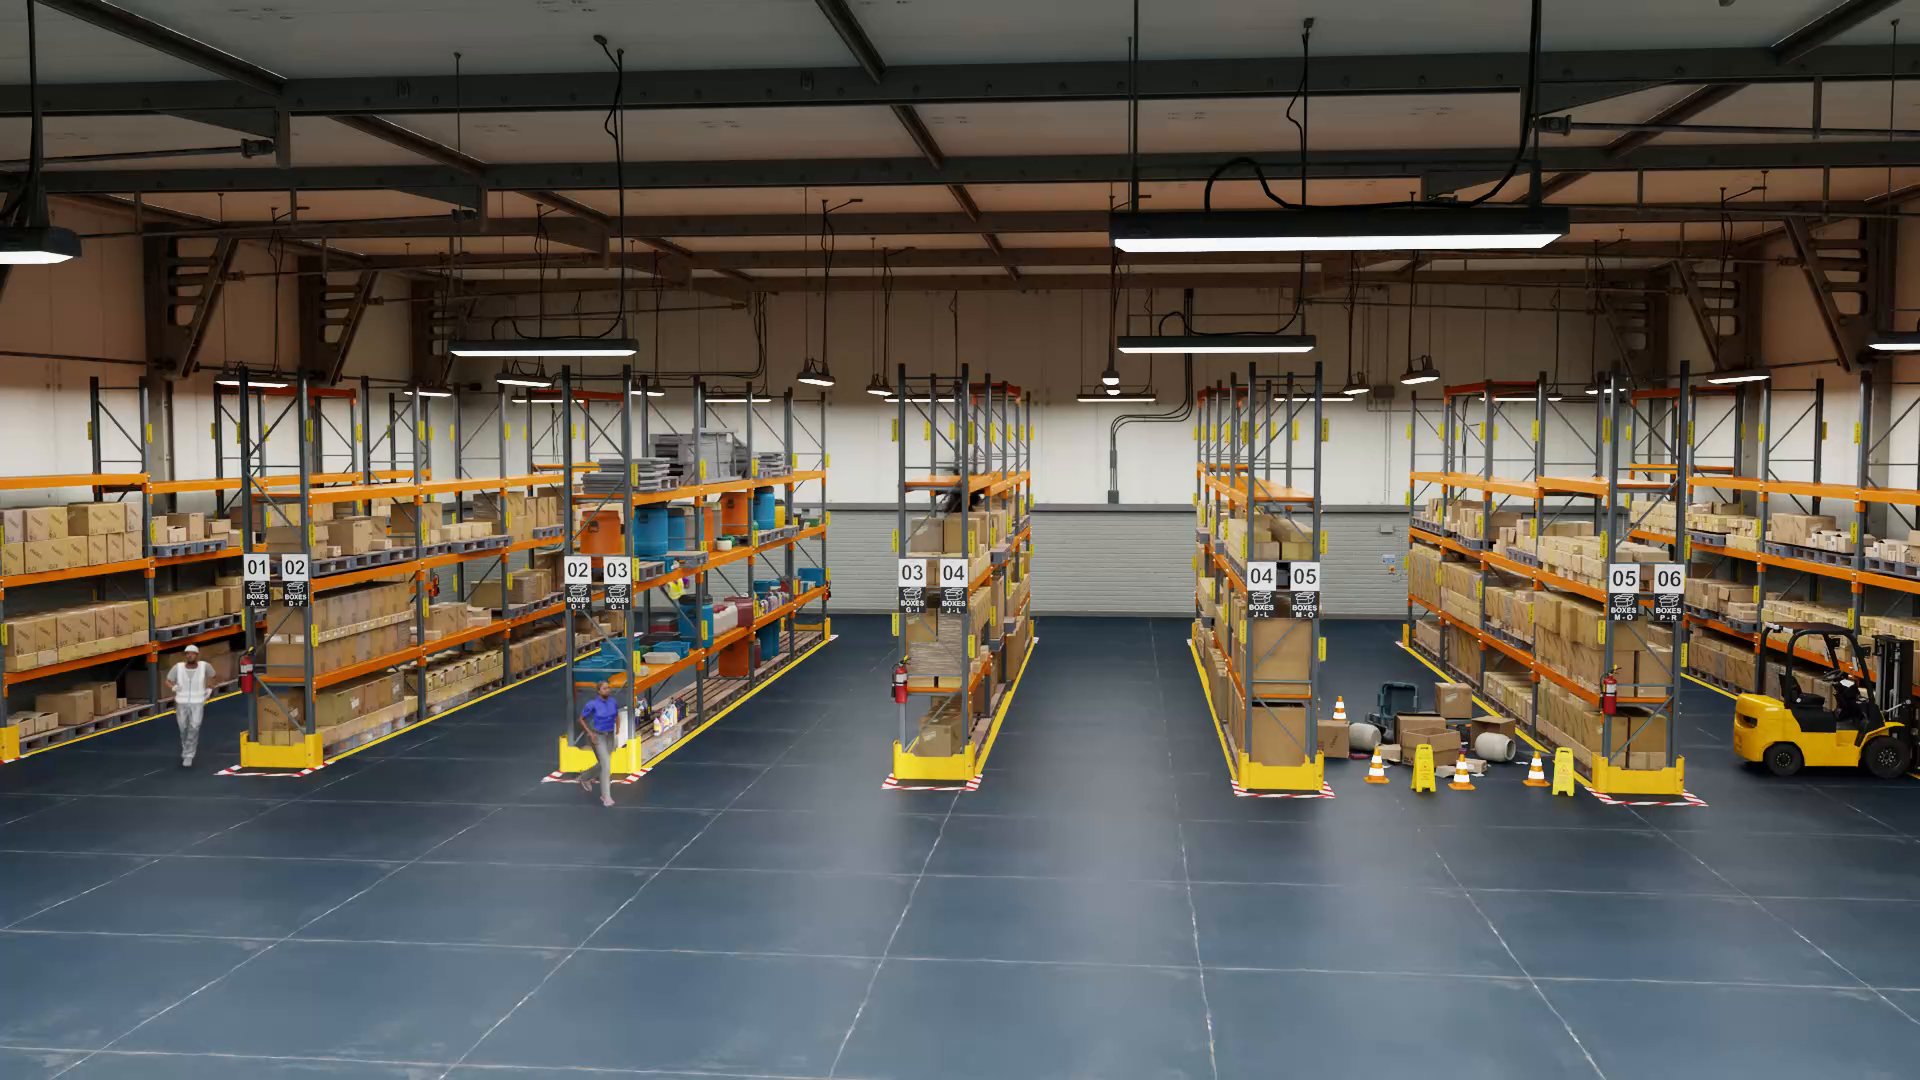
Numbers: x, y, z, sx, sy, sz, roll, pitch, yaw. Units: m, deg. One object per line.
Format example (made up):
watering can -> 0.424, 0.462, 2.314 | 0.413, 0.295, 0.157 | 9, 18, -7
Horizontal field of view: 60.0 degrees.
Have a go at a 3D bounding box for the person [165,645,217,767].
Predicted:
person -> -11.688, 2.499, 25.288 | 0.706, 1.828, 0.820 | -1, 4, -17

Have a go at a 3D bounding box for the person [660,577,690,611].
person -> -7.048, 1.476, 41.380 | 0.703, 1.769, 0.854 | -2, 4, -29

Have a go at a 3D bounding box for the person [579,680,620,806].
person -> -4.907, 2.735, 22.656 | 0.799, 1.680, 0.590 | 3, 5, 38
